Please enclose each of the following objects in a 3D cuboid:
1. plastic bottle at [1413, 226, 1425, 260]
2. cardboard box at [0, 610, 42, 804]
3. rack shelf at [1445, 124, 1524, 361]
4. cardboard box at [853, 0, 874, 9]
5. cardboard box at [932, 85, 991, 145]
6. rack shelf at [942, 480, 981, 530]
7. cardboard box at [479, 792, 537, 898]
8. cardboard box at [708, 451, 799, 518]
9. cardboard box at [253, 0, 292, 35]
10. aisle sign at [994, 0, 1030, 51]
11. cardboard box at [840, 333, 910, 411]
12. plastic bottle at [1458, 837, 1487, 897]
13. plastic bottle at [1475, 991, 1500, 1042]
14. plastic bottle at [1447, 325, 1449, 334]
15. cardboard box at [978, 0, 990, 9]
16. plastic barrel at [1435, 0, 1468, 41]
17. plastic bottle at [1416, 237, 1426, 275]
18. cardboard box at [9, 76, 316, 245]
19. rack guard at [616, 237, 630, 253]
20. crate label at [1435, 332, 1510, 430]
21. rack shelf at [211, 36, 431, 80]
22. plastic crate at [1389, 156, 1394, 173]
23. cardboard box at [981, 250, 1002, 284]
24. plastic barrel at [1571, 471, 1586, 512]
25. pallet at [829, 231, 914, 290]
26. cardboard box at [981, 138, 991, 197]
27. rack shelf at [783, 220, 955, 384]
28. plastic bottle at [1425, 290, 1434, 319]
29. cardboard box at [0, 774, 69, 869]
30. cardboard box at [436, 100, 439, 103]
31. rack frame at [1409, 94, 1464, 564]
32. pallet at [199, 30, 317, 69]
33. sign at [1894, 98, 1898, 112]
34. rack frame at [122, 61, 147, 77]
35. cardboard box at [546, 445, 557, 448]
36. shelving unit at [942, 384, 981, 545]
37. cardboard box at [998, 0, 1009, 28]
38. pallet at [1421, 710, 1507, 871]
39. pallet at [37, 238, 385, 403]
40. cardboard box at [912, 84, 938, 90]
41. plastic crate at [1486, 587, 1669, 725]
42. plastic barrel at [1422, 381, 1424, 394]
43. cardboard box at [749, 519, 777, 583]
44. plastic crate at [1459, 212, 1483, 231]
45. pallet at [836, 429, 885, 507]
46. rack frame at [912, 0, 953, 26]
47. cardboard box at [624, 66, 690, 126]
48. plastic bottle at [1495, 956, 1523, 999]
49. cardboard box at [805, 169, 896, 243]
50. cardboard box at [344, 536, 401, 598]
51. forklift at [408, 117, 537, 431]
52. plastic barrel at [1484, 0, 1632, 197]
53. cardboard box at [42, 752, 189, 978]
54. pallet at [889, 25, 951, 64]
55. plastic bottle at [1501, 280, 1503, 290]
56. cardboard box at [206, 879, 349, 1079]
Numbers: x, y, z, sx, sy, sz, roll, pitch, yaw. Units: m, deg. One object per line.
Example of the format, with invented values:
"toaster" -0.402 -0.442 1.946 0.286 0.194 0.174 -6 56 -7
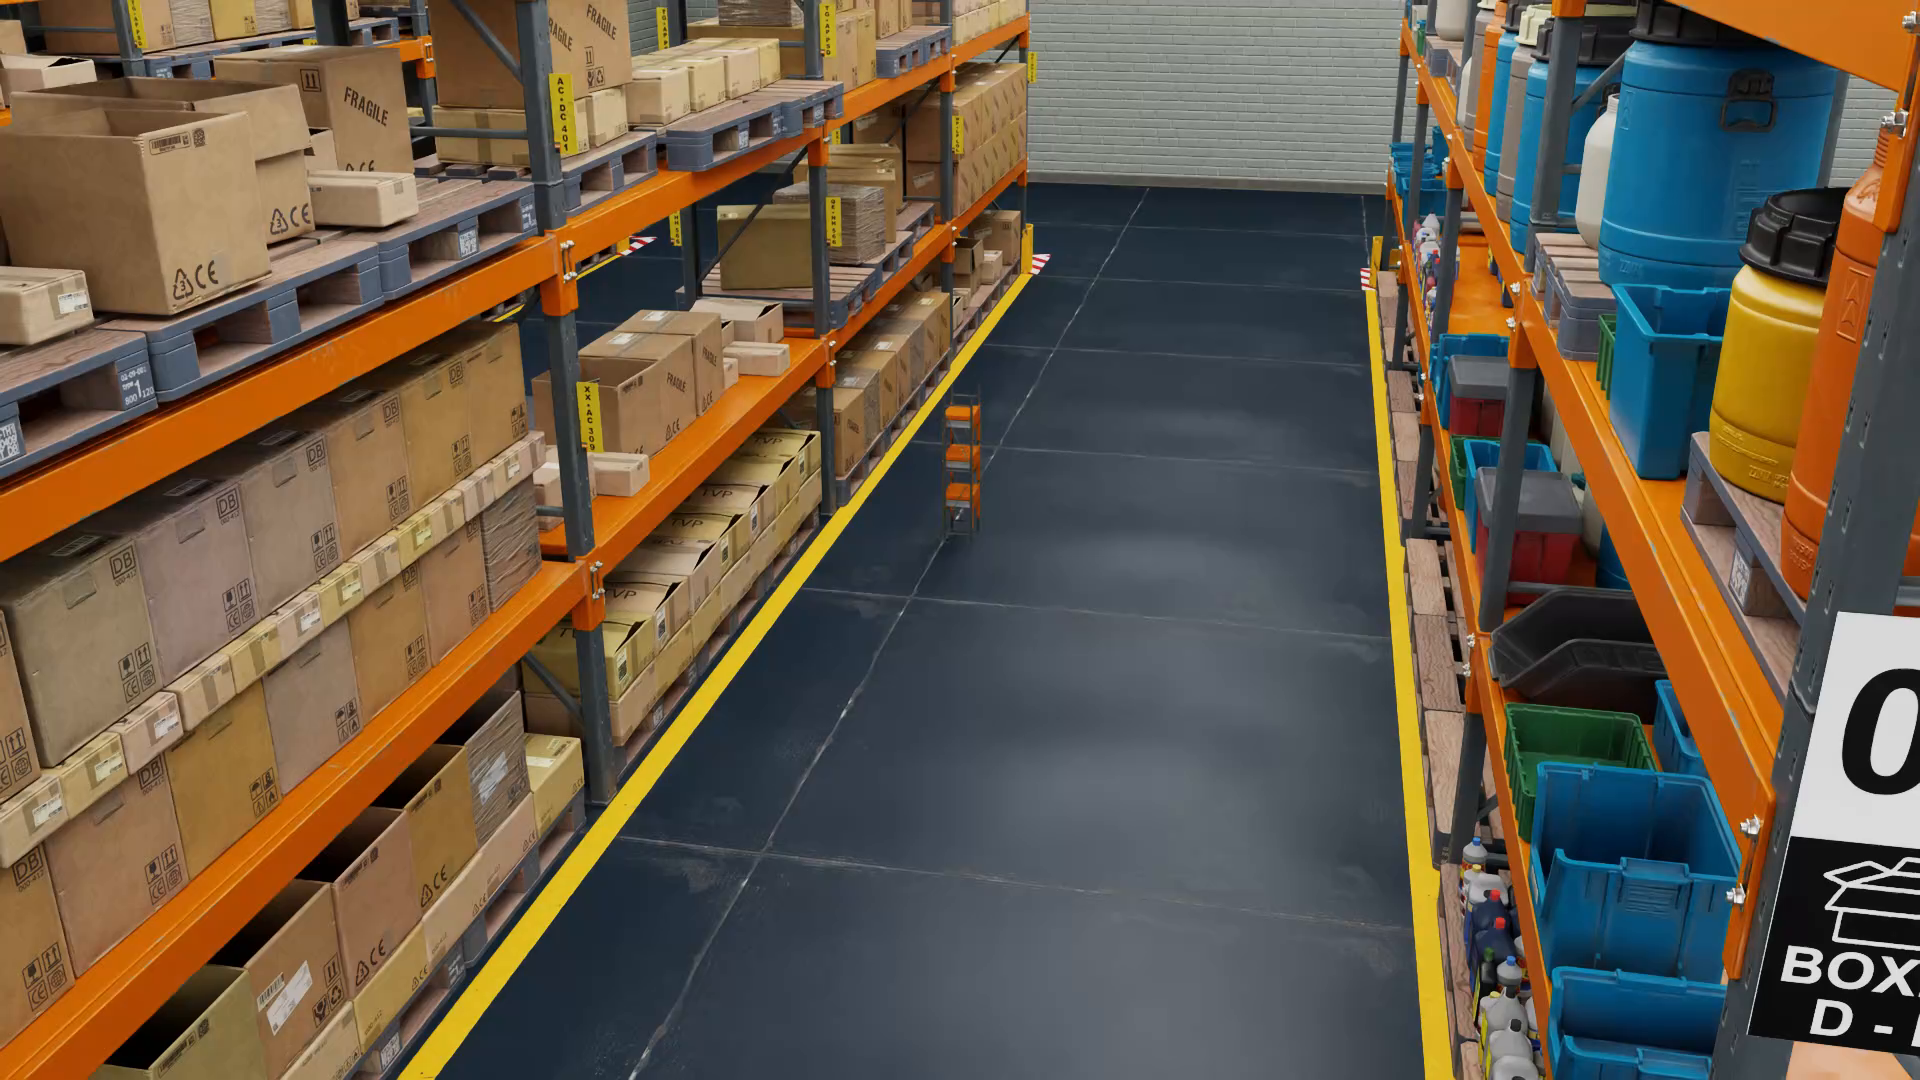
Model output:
"plastic bottle" 3.739 -2.407 13.487 0.097 0.271 0.097 0 22 0
"cardboard box" -2.894 0.476 4.286 0.700 0.500 0.500 5 22 11
"rack shelf" 3.060 -1.560 8.159 1.077 0.370 4.000 4 22 11
"cardboard box" -1.009 -4.088 12.643 0.600 0.600 0.600 4 22 9
"cardboard box" 0.017 -4.113 16.079 0.500 0.500 0.500 4 22 9
"rack shelf" 0.011 -0.239 11.314 0.215 0.259 0.240 4 22 11
"cardboard box" -2.189 1.300 7.230 0.500 0.250 0.500 4 22 11
"cardboard box" -1.346 -0.391 10.677 0.500 0.311 0.500 4 22 10
"cardboard box" -5.917 -4.393 13.508 0.700 0.500 0.500 4 22 11
"aisle sign" 0.566 -5.746 18.125 0.394 0.787 0.004 4 22 11
"cardboard box" -0.698 -1.368 13.492 0.500 0.500 0.500 4 22 9
"plastic bottle" 2.157 1.374 6.990 0.097 0.271 0.097 0 22 0
"plastic bottle" 1.961 1.758 6.131 0.097 0.201 0.097 0 22 0
"plastic bottle" 3.174 -1.363 10.987 0.097 0.201 0.097 0 22 0
"cardboard box" -0.008 -5.153 15.649 0.500 0.250 0.500 4 22 11
"plastic barrel" 3.931 -4.172 12.938 0.433 0.535 0.433 0 22 0
"plastic bottle" 3.610 -2.216 12.996 0.061 0.283 0.133 4 22 11
"cardboard box" -2.656 -1.256 5.554 0.797 0.503 0.637 7 23 17
"rack guard" -4.594 -3.764 20.030 1.175 0.500 0.348 4 22 11
"crate label" 3.000 -0.907 9.543 0.502 0.435 0.616 4 22 11
"rack shelf" -5.823 -3.778 13.666 1.077 0.370 4.000 4 22 11
"plastic crate" 4.581 -3.888 17.266 0.250 0.136 0.298 4 22 11
"cardboard box" 0.159 -2.904 17.641 0.500 0.250 0.500 4 22 11
"plastic barrel" 3.072 -0.179 7.967 0.301 0.262 0.301 0 22 0
"pallet" -0.988 -2.235 13.145 1.003 0.211 1.213 4 22 11
"cardboard box" 0.012 -3.658 16.286 0.500 0.500 0.500 4 22 11
"rack shelf" -0.973 -2.010 13.292 1.077 0.370 4.000 4 22 11
"plastic bottle" 3.340 -1.661 11.727 0.097 0.201 0.097 0 22 0
"cardboard box" -2.671 0.742 4.493 0.380 0.149 0.250 4 22 10
"cardboard box" -4.995 -4.321 17.666 0.980 0.700 0.700 3 22 8
"rack frame" 3.468 -1.233 10.401 1.000 3.000 0.127 4 22 11
"pallet" -5.926 -3.941 13.362 1.003 0.211 1.213 6 23 13
"sign" 9.407 -4.264 16.662 0.100 0.325 0.005 4 22 11
"rack frame" -6.231 -1.989 12.276 1.000 3.000 0.127 4 22 11
"cardboard box" -2.197 -0.423 8.568 0.396 0.266 0.258 4 22 10
"shelving unit" 0.011 -0.507 11.206 0.215 1.050 0.252 4 22 11
"cardboard box" 0.203 -5.286 16.649 0.500 0.250 0.500 4 22 11
"pallet" 2.774 1.233 8.010 1.003 0.211 1.213 4 22 11
"pallet" -2.597 -0.741 5.282 1.003 0.211 1.213 4 22 11
"cardboard box" -0.510 -4.162 16.200 0.500 0.500 0.500 5 22 11
"plastic crate" 2.420 0.440 6.329 0.767 0.338 0.504 4 22 11
"plastic barrel" 4.012 -1.461 13.213 0.600 0.901 0.708 4 22 11
"cardboard box" -1.456 0.052 10.328 0.500 0.250 0.500 5 22 12
"plastic crate" 4.519 -2.761 14.467 0.396 0.136 0.243 4 22 11
"pallet" -1.191 -0.589 12.534 1.003 0.211 1.213 4 22 11
"rack frame" -0.564 -5.858 13.853 1.000 3.000 0.127 4 22 11
"cardboard box" -1.747 -2.361 8.823 0.500 0.250 0.500 3 22 6
"plastic bottle" 2.049 1.680 6.230 0.097 0.271 0.097 0 22 0
"cardboard box" -0.864 -2.666 13.261 0.700 0.500 0.500 -1 22 -3
"cardboard box" -2.303 0.083 6.129 0.380 0.149 0.250 5 22 12
"forklift" -3.975 -1.150 10.286 3.031 2.935 1.130 2 22 4
"plastic barrel" 2.810 -2.075 7.805 0.600 0.901 0.708 4 22 11
"cardboard box" -2.803 0.905 4.958 0.700 0.500 0.500 5 22 12
"pallet" -0.766 -4.146 13.870 1.213 0.211 1.003 4 22 11
"plastic bottle" 4.142 -2.018 12.522 0.097 0.271 0.097 0 22 0
"cardboard box" -2.496 1.500 5.728 0.500 0.500 0.500 4 22 11
